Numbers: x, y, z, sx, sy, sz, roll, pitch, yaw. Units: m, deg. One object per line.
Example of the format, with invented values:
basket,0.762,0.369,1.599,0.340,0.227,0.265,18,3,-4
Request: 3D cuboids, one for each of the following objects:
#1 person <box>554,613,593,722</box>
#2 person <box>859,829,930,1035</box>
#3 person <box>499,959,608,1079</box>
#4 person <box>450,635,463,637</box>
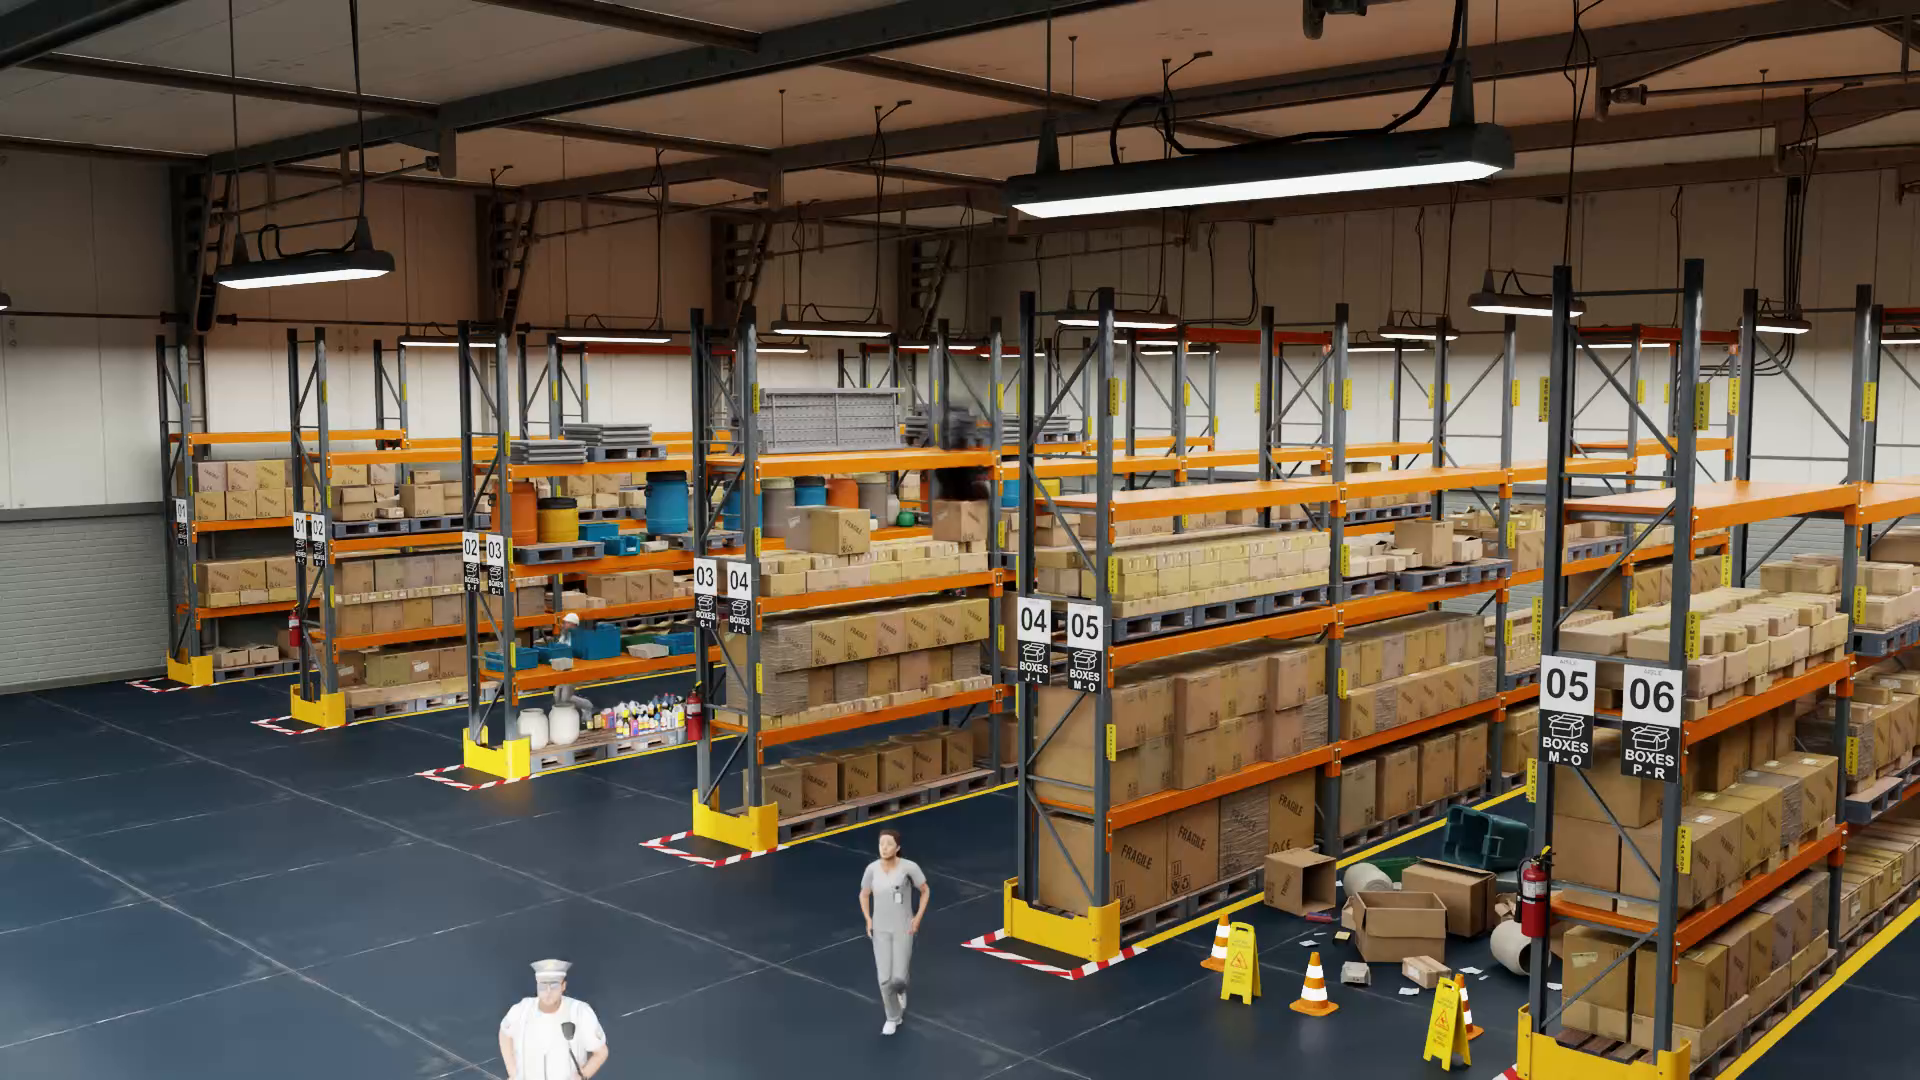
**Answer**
person,-5.861,1.959,25.000,0.657,1.722,0.609,5,7,41
person,-0.535,3.113,13.304,0.568,1.635,0.542,1,5,10
person,-2.439,3.359,9.954,0.664,1.786,0.927,-1,5,-7
person,-8.801,1.512,29.260,0.714,1.784,1.007,5,7,41
